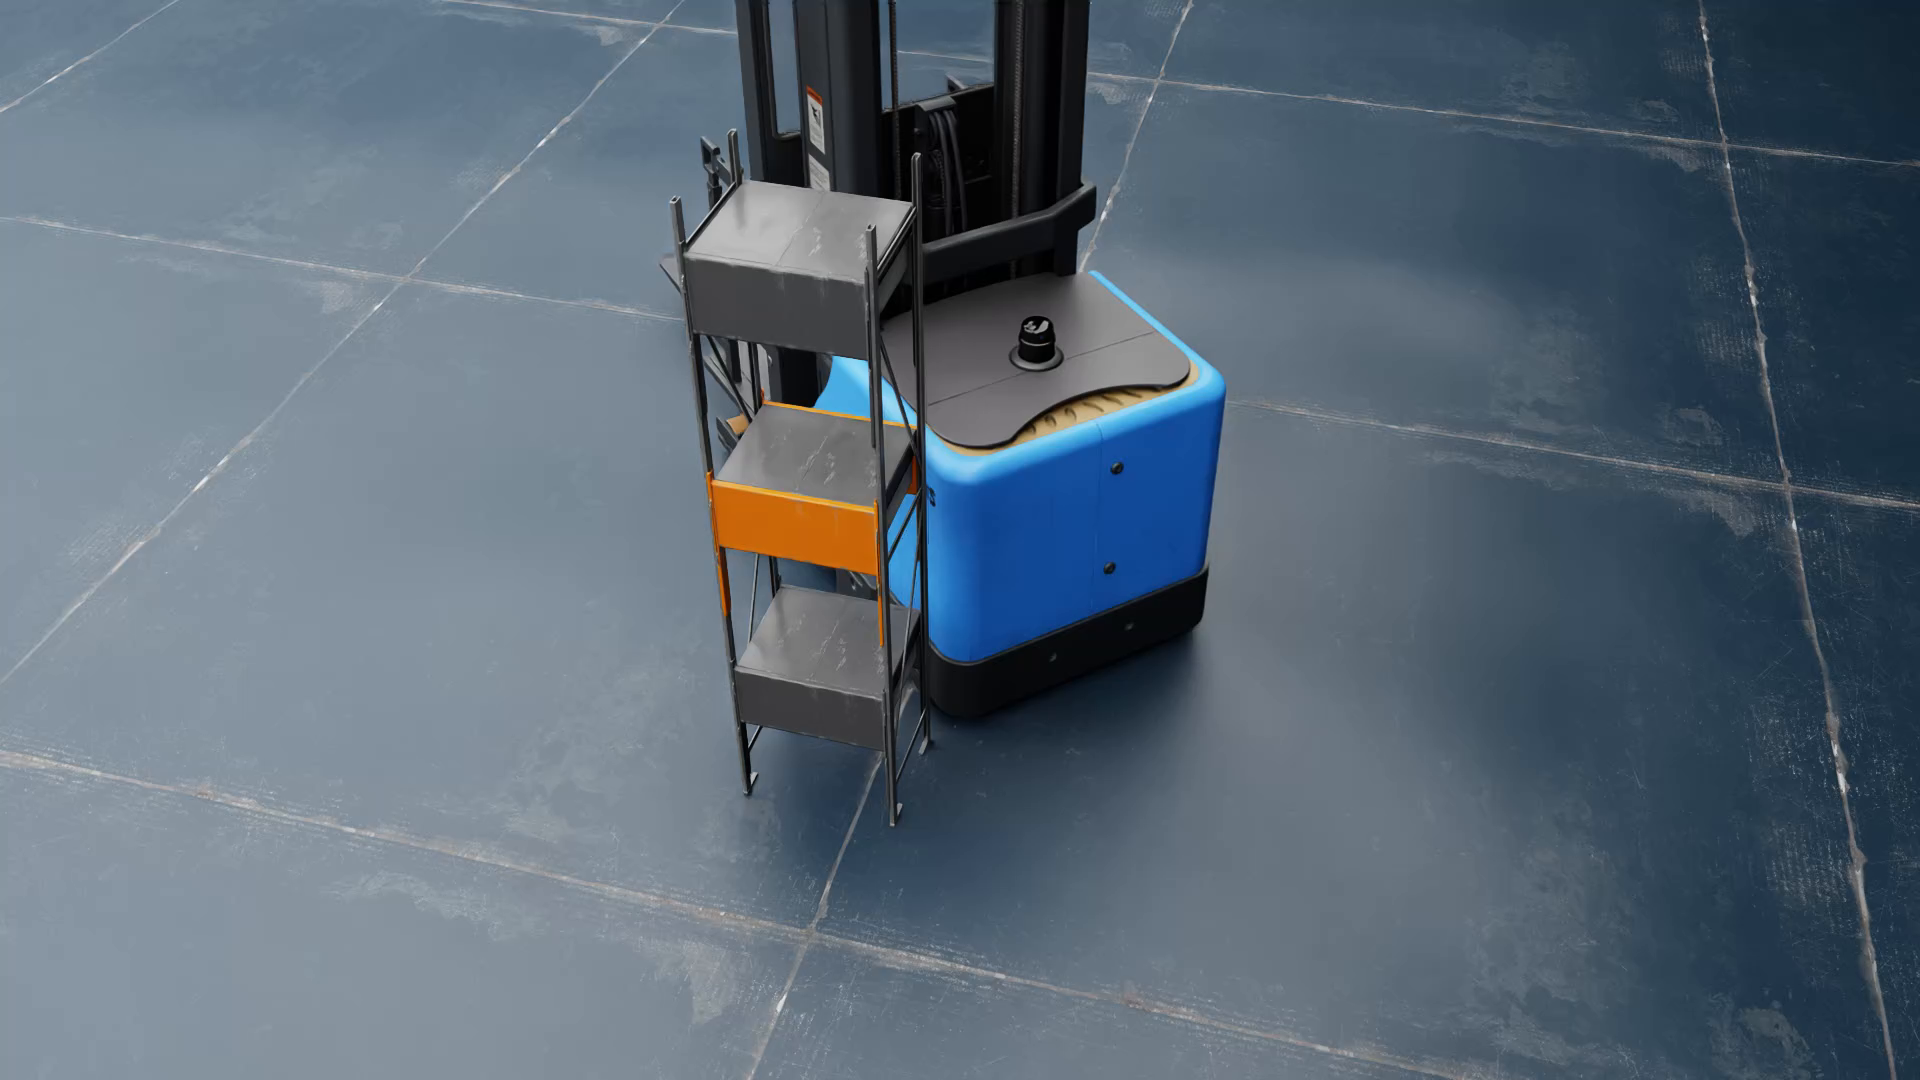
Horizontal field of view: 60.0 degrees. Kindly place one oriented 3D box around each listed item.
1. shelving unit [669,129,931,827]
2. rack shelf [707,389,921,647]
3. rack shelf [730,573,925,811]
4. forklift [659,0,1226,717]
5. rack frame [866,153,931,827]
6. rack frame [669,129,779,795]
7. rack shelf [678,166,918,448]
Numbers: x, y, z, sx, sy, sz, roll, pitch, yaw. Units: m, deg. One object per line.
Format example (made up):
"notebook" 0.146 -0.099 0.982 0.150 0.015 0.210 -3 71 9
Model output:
"shelving unit" -0.393 -0.076 4.708 0.503 2.100 0.431 10 41 12
"rack shelf" -0.393 -0.065 4.717 0.480 0.518 0.431 10 41 12
"rack shelf" -0.393 0.471 5.167 0.480 0.518 0.431 10 41 12
"forklift" -0.309 -1.475 5.727 1.130 2.935 3.031 -20 44 -22
"rack frame" -0.158 -0.034 4.657 0.015 2.100 0.400 10 41 12
"rack frame" -0.628 -0.118 4.758 0.015 2.100 0.400 10 41 12
"rack shelf" -0.393 -0.602 4.266 0.480 0.518 0.431 10 41 12
